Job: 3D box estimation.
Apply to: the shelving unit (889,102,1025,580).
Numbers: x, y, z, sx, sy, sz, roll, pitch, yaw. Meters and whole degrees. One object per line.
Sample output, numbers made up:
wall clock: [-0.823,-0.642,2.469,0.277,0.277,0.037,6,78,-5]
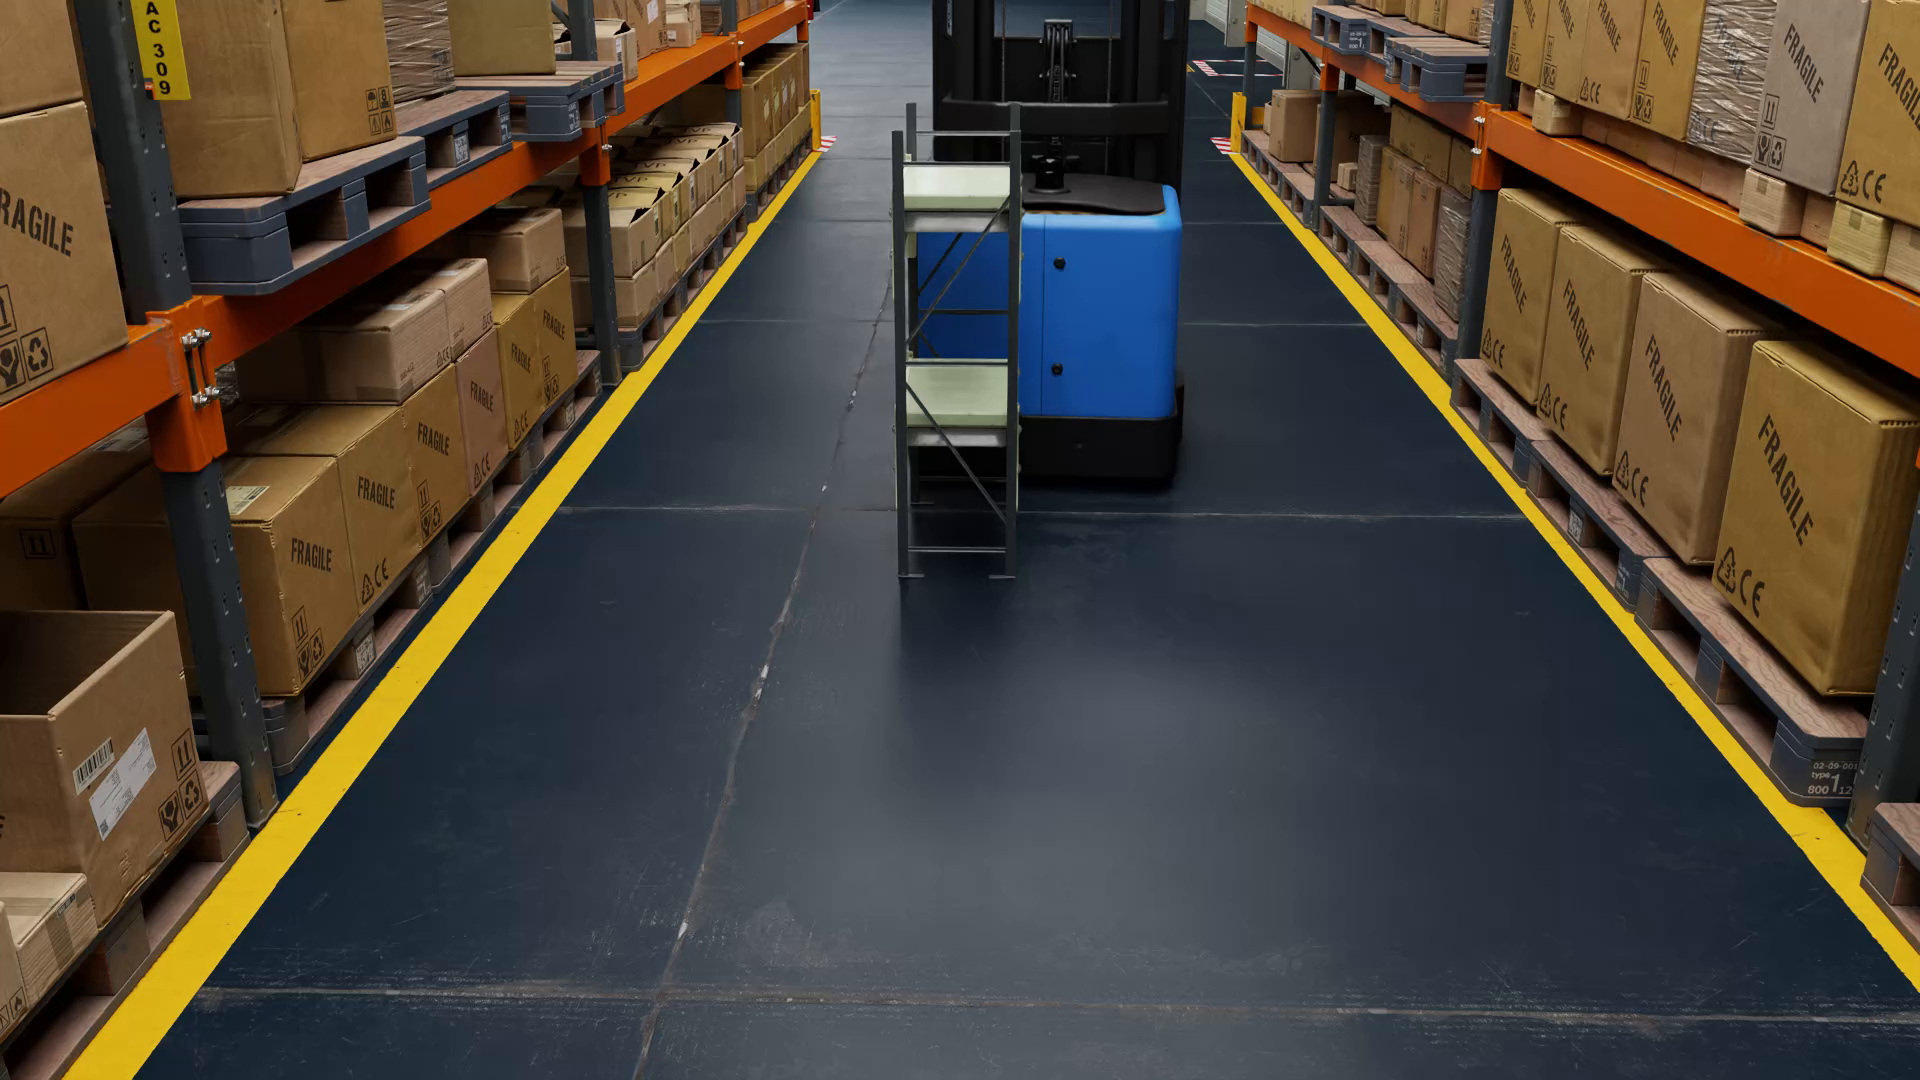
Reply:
shelving unit: [0.000,-0.702,5.764,0.431,1.500,0.755,1,21,2]

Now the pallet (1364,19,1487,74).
pallet: [2.847,-2.717,9.150,1.003,0.211,1.213,1,21,2]

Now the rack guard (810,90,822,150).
rack guard: [-1.880,-3.879,15.336,1.175,0.500,0.348,1,21,2]

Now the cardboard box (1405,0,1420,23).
cardboard box: [2.887,-3.164,9.291,0.700,0.500,0.500,4,21,9]

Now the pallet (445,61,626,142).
pallet: [-2.074,-1.808,6.808,1.213,0.211,1.003,1,21,2]

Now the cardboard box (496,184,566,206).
cardboard box: [-2.345,-1.699,8.706,0.500,0.311,0.500,0,21,1]

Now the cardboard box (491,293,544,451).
cardboard box: [-1.934,-0.655,6.419,0.500,0.500,0.500,0,21,0]

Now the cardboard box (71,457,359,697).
cardboard box: [-1.987,0.091,4.496,0.500,0.500,0.500,0,21,-1]

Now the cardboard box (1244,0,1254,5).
cardboard box: [2.739,-4.749,14.302,0.500,0.250,0.500,0,21,0]

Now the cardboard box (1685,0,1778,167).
cardboard box: [2.497,-1.375,4.848,0.500,0.500,0.500,1,21,2]

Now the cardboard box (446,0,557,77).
cardboard box: [-2.030,-2.157,6.723,0.700,0.500,0.500,-7,22,-16]

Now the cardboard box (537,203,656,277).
cardboard box: [-1.815,-1.505,8.206,0.500,0.311,0.500,1,21,3]

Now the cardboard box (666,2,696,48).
cardboard box: [-1.846,-3.207,10.334,0.396,0.266,0.258,0,21,0]

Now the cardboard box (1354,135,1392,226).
cardboard box: [2.943,-2.310,10.683,0.700,0.500,0.500,1,21,3]

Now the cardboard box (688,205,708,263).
cardboard box: [-1.774,-1.799,9.739,0.500,0.250,0.500,1,21,3]

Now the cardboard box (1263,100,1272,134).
cardboard box: [2.960,-3.685,14.489,0.500,0.311,0.500,-2,21,-4]

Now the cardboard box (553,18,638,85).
cardboard box: [-1.903,-2.423,8.251,0.500,0.311,0.500,0,21,1]

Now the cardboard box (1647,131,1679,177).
cardboard box: [2.550,-1.311,5.582,0.380,0.149,0.250,1,21,2]

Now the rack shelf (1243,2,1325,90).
rack shelf: [3.010,-3.924,12.991,1.077,0.370,4.000,1,21,2]

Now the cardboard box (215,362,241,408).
cardboard box: [-2.478,-0.279,5.448,0.500,0.500,0.500,1,21,2]

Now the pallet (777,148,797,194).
pallet: [-1.902,-3.019,13.518,1.003,0.211,1.213,1,21,2]

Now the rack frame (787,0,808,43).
rack frame: [-1.881,-5.036,14.861,1.000,3.000,0.127,1,21,2]

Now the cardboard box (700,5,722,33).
cardboard box: [-1.995,-3.797,11.530,0.700,0.500,0.500,0,21,0]

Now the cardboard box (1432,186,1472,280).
cardboard box: [2.929,-1.576,8.791,0.700,0.500,0.500,1,21,2]

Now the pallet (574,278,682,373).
pallet: [-2.060,-1.141,8.677,1.003,0.211,1.213,1,21,2]

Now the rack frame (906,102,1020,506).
rack frame: [0.011,-0.834,6.105,0.400,1.500,0.023,1,21,2]

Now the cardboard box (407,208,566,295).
cardboard box: [-1.915,-1.172,6.713,0.500,0.250,0.500,1,21,4]

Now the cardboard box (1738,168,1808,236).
cardboard box: [2.419,-0.943,4.631,0.380,0.149,0.250,1,21,2]

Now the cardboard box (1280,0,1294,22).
cardboard box: [2.684,-4.013,12.404,0.500,0.250,0.500,1,21,1]

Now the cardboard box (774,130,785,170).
cardboard box: [-1.645,-3.029,12.911,0.500,0.250,0.500,1,21,2]

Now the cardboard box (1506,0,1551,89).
cardboard box: [2.557,-2.112,6.749,0.500,0.500,0.500,1,21,3]

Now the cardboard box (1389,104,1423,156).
cardboard box: [2.933,-2.500,10.137,0.500,0.250,0.500,0,21,0]

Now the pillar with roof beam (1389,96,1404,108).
pillar with roof beam: [-0.389,-7.565,13.085,9.100,9.000,0.400,1,21,2]

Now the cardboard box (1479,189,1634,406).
cardboard box: [2.674,-1.020,6.901,0.750,0.750,0.750,0,21,1]

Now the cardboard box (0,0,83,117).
cardboard box: [-2.002,-1.024,3.002,0.500,0.500,0.500,1,21,2]

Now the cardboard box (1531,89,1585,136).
cardboard box: [2.477,-1.680,6.531,0.380,0.149,0.250,1,21,3]

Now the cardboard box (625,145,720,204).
cardboard box: [-1.755,-2.247,10.119,0.500,0.311,0.500,1,21,1]

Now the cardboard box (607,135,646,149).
cardboard box: [-2.284,-2.438,10.610,0.500,0.311,0.500,0,21,1]

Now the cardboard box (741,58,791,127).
cardboard box: [-1.632,-3.560,13.241,0.500,0.500,0.500,1,21,2]

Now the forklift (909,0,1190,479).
forklift: [0.449,-2.096,7.379,1.130,2.935,3.031,2,21,5]

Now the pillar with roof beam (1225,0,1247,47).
pillar with roof beam: [-0.024,-11.903,24.267,9.100,9.000,0.400,1,21,2]

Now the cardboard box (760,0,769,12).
cardboard box: [-1.940,-4.545,13.457,0.700,0.500,0.500,1,21,2]

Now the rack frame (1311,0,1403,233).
rack frame: [2.949,-3.537,10.997,1.000,3.000,0.127,1,21,2]

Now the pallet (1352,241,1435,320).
pallet: [2.893,-1.513,9.636,1.003,0.211,1.213,1,21,2]

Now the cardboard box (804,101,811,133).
cardboard box: [-1.602,-3.753,14.775,0.500,0.250,0.500,1,21,2]

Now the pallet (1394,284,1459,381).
pallet: [2.853,-1.073,8.502,1.003,0.211,1.213,1,21,2]
